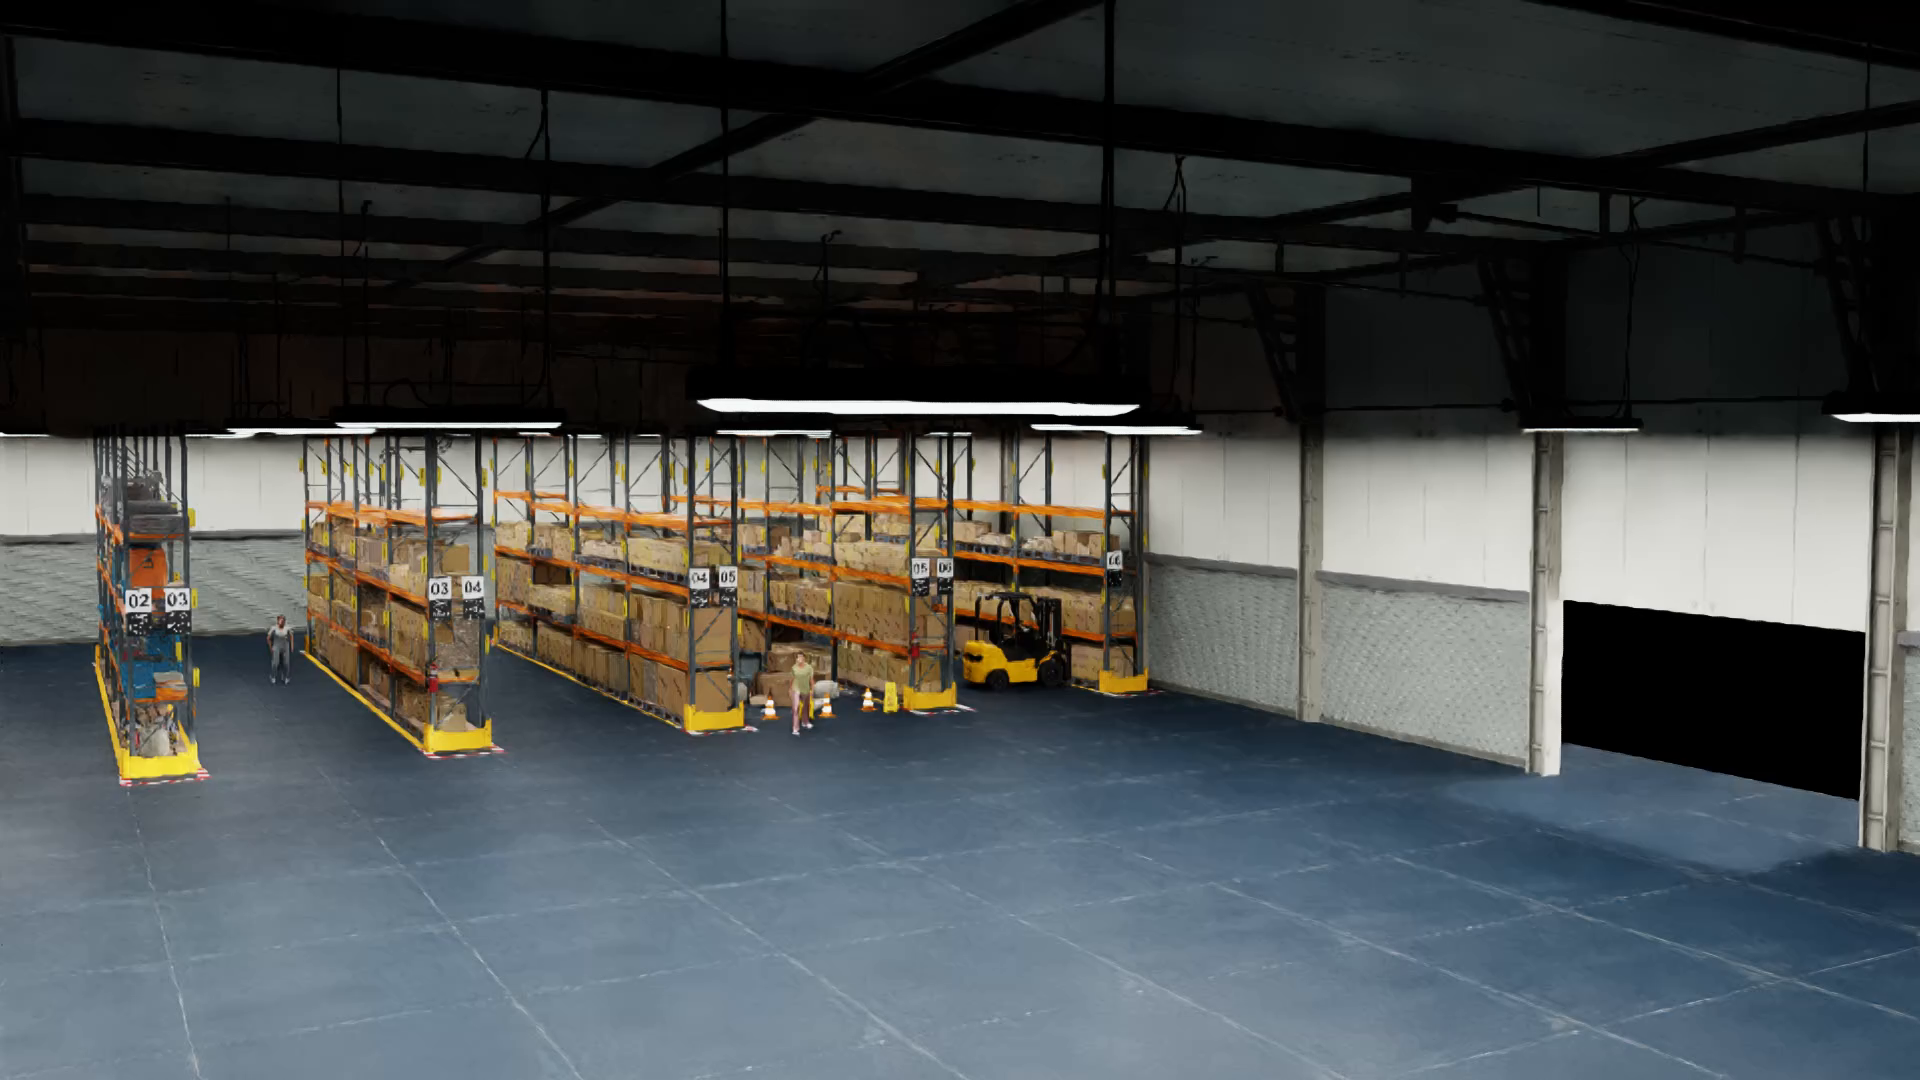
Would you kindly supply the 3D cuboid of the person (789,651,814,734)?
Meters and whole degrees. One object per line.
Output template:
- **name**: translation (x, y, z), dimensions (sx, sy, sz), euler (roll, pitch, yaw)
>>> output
- **person**: translation (-3.086, 2.963, 32.448), dimensions (0.479, 1.591, 0.958), euler (0, 3, -8)

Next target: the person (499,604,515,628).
- **person**: translation (-13.809, 1.806, 50.623), dimensions (0.576, 1.725, 0.961), euler (0, 3, -7)

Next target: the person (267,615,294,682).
- **person**: translation (-15.986, 2.551, 39.134), dimensions (0.580, 1.617, 0.503), euler (-2, 4, -31)

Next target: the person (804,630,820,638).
- **person**: translation (-4.310, 1.970, 48.023), dimensions (0.532, 1.668, 0.566), euler (-1, 4, -10)
